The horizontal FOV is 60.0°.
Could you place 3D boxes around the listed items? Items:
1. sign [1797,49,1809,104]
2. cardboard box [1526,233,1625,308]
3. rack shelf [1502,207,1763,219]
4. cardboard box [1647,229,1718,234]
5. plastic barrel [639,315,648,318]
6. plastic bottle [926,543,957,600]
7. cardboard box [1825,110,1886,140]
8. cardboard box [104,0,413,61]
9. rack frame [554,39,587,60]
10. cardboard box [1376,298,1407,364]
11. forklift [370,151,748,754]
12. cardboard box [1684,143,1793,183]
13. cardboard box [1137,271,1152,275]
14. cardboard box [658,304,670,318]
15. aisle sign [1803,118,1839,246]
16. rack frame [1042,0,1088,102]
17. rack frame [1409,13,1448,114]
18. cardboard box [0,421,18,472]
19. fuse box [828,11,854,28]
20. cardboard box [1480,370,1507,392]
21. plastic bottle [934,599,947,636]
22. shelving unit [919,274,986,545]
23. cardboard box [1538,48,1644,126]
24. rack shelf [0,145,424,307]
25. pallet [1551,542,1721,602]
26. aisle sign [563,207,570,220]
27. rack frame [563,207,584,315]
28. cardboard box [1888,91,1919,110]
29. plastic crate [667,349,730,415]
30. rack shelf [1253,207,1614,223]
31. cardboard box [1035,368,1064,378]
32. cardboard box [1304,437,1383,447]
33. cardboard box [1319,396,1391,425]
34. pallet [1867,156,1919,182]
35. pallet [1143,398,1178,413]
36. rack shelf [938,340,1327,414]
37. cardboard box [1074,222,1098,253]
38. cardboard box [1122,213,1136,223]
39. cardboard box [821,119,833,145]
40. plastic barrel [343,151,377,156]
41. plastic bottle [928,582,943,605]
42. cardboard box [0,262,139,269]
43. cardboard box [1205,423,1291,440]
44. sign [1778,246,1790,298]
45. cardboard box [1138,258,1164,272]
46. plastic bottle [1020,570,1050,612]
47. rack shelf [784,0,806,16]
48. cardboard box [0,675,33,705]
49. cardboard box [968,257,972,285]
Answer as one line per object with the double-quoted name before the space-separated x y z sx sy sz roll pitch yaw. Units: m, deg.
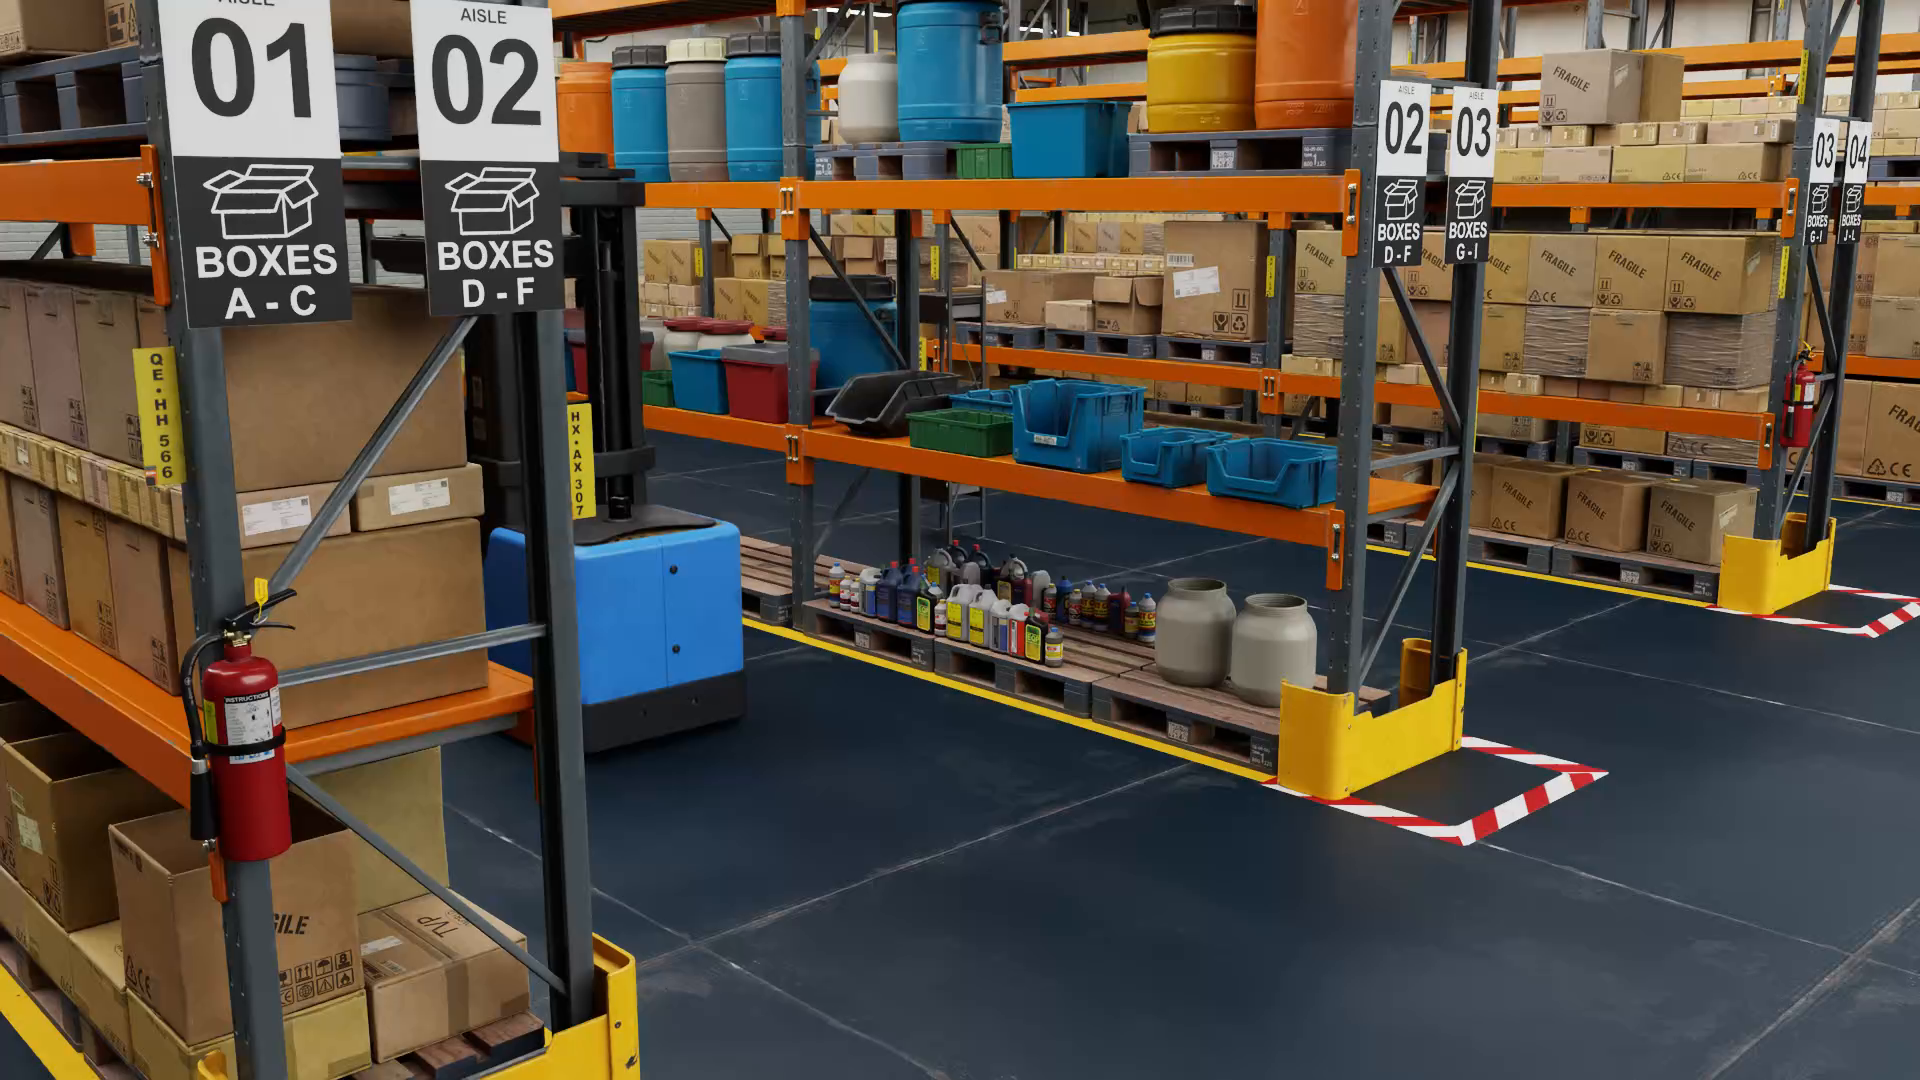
"sign" 5.263 -2.891 10.381 0.100 0.325 0.005 -11 16 -43
"cardboard box" 4.427 -1.938 11.922 0.500 0.500 0.500 -11 16 -43
"rack shelf" 8.702 -4.436 21.858 1.077 0.370 4.000 -11 16 -43
"cardboard box" 7.267 -2.802 16.532 0.875 0.550 0.550 -11 16 -43
"plastic barrel" -2.564 -1.474 12.856 0.421 0.512 0.421 0 12 0
"plastic bottle" -0.117 0.200 10.482 0.144 0.351 0.185 -11 16 -43
"cardboard box" 8.105 -3.714 14.917 0.500 0.250 0.500 -11 16 -43
"cardboard box" -1.883 -1.561 4.477 0.797 0.503 0.637 -9 15 -39
"rack frame" -5.371 -6.336 21.863 1.000 3.000 0.127 -11 16 -43
"cardboard box" 3.502 -1.689 13.190 0.875 0.500 0.500 -11 16 -43
"forklift" -2.472 -0.619 9.154 1.130 2.935 3.031 -10 16 -41
"cardboard box" 5.162 -2.493 11.017 0.500 0.250 0.500 -10 16 -41
"cardboard box" 2.429 -3.293 20.808 0.380 0.149 0.250 -11 16 -43
"cardboard box" -3.411 -2.765 20.019 0.380 0.149 0.250 -11 16 -44
"aisle sign" 5.504 -2.285 10.626 0.394 0.787 0.004 -11 16 -43
"rack frame" 1.797 -7.717 28.566 1.000 3.000 0.127 -11 16 -43
"rack frame" 8.146 -7.825 29.093 1.000 3.000 0.127 -11 16 -43
"cardboard box" -3.133 -0.341 5.779 0.380 0.149 0.250 -11 16 -43
"fuse box" -2.279 -10.064 32.032 0.513 0.334 0.176 -11 16 -43
"cardboard box" 4.098 -1.203 12.438 0.380 0.149 0.250 -11 16 -43
"plastic bottle" -0.100 0.447 9.654 0.097 0.201 0.097 0 12 0
"shelving unit" -0.114 -1.053 13.317 0.431 2.100 0.503 -11 16 -43
"cardboard box" 4.425 -3.162 11.668 0.500 0.500 0.500 -11 16 -43
"rack shelf" -2.870 -1.091 5.624 1.077 0.370 4.000 -11 16 -43
"pallet" 5.091 0.169 12.069 1.003 0.211 1.213 -11 16 -43
"aisle sign" -5.204 -4.723 22.460 0.394 0.787 0.004 -11 16 -43
"rack frame" -3.428 -1.540 13.452 1.000 3.000 0.127 -11 16 -43
"cardboard box" 8.329 -3.844 14.559 0.380 0.149 0.250 -11 16 -42
"plastic crate" -1.653 -1.066 11.191 0.392 0.384 0.575 -11 16 -43
"rack shelf" 5.192 -3.731 18.438 1.077 0.370 4.000 -11 16 -43
"cardboard box" 1.367 -2.327 22.425 0.500 0.500 0.500 -10 15 -40
"cardboard box" 3.163 -0.564 13.868 0.500 0.500 0.500 11 16 43
"cardboard box" 4.773 -1.782 19.160 1.050 0.750 0.750 -11 16 -42
"pallet" 8.816 -3.271 14.643 1.003 0.211 1.213 -11 16 -43
"pallet" 2.434 -1.833 21.785 1.003 0.211 1.213 -11 16 -43
"rack shelf" 1.535 -1.586 15.458 1.077 0.370 4.000 -11 16 -43
"cardboard box" 2.284 -5.133 28.167 0.500 0.500 0.500 11 16 44
"cardboard box" 2.882 -5.312 27.429 0.250 0.149 0.380 11 16 44
"cardboard box" -1.272 -4.251 17.879 0.797 0.503 0.637 -11 16 -43
"plastic barrel" -5.414 -3.786 15.412 0.600 0.588 0.600 0 12 0
"plastic bottle" -0.150 0.384 9.784 0.097 0.271 0.097 0 12 0
"cardboard box" -3.590 -0.813 6.462 0.700 0.500 0.500 -11 16 -43
"cardboard box" 2.508 -0.730 14.626 0.500 0.500 0.700 10 15 41
"sign" 5.263 -1.710 10.625 0.100 0.325 0.005 -11 16 -43
"cardboard box" 2.439 -3.438 20.771 0.380 0.149 0.250 -11 16 -43
"plastic bottle" 0.452 0.316 10.105 0.152 0.276 0.135 -11 16 -42
"rack shelf" 0.715 -3.054 8.709 1.077 0.370 4.000 -11 16 -43
"cardboard box" -3.467 0.765 6.181 0.500 0.500 0.500 -11 16 -43
"cardboard box" 0.152 -3.792 23.399 0.500 0.500 0.500 11 16 44
